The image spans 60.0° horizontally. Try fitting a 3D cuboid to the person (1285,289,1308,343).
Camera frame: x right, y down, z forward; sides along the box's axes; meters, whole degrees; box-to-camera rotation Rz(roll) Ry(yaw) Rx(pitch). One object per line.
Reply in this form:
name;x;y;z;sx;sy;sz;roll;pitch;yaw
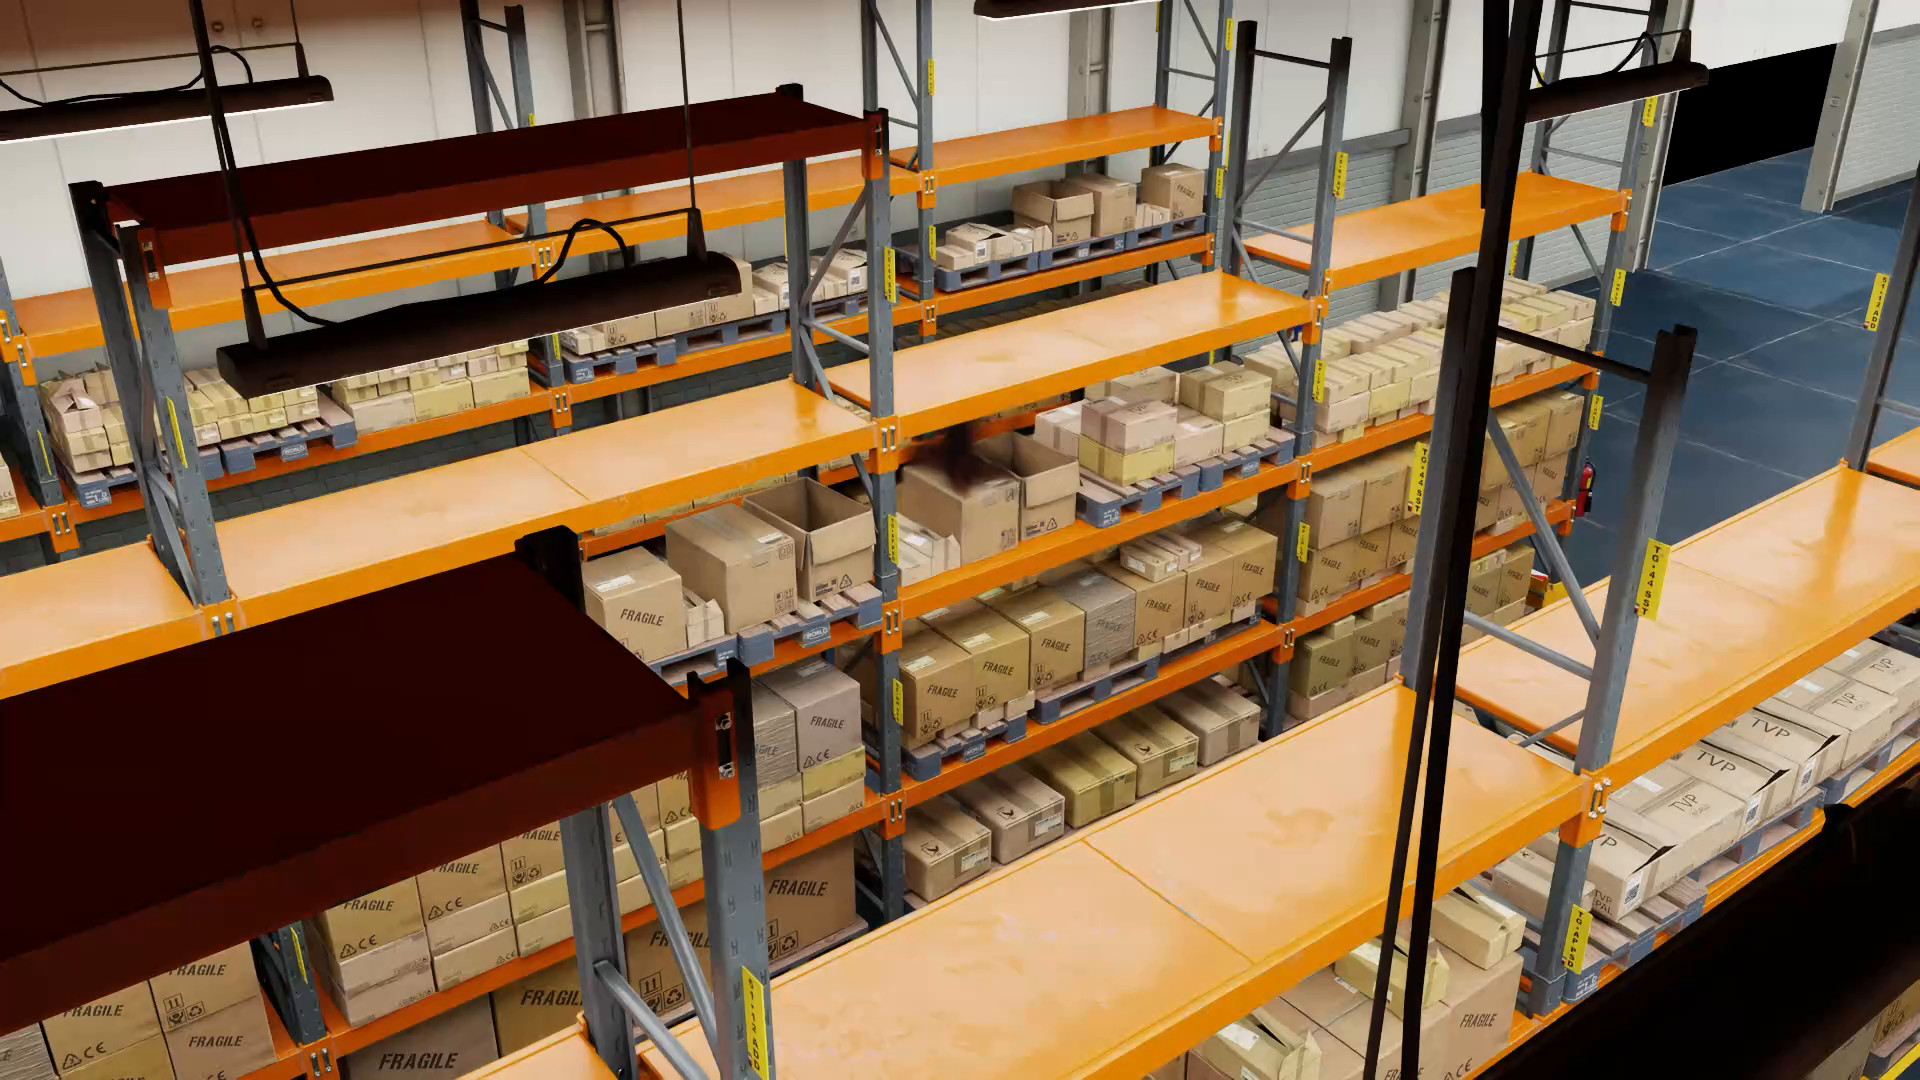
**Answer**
person;4.264;-2.332;20.999;0.633;1.663;0.410;-14;30;-27
